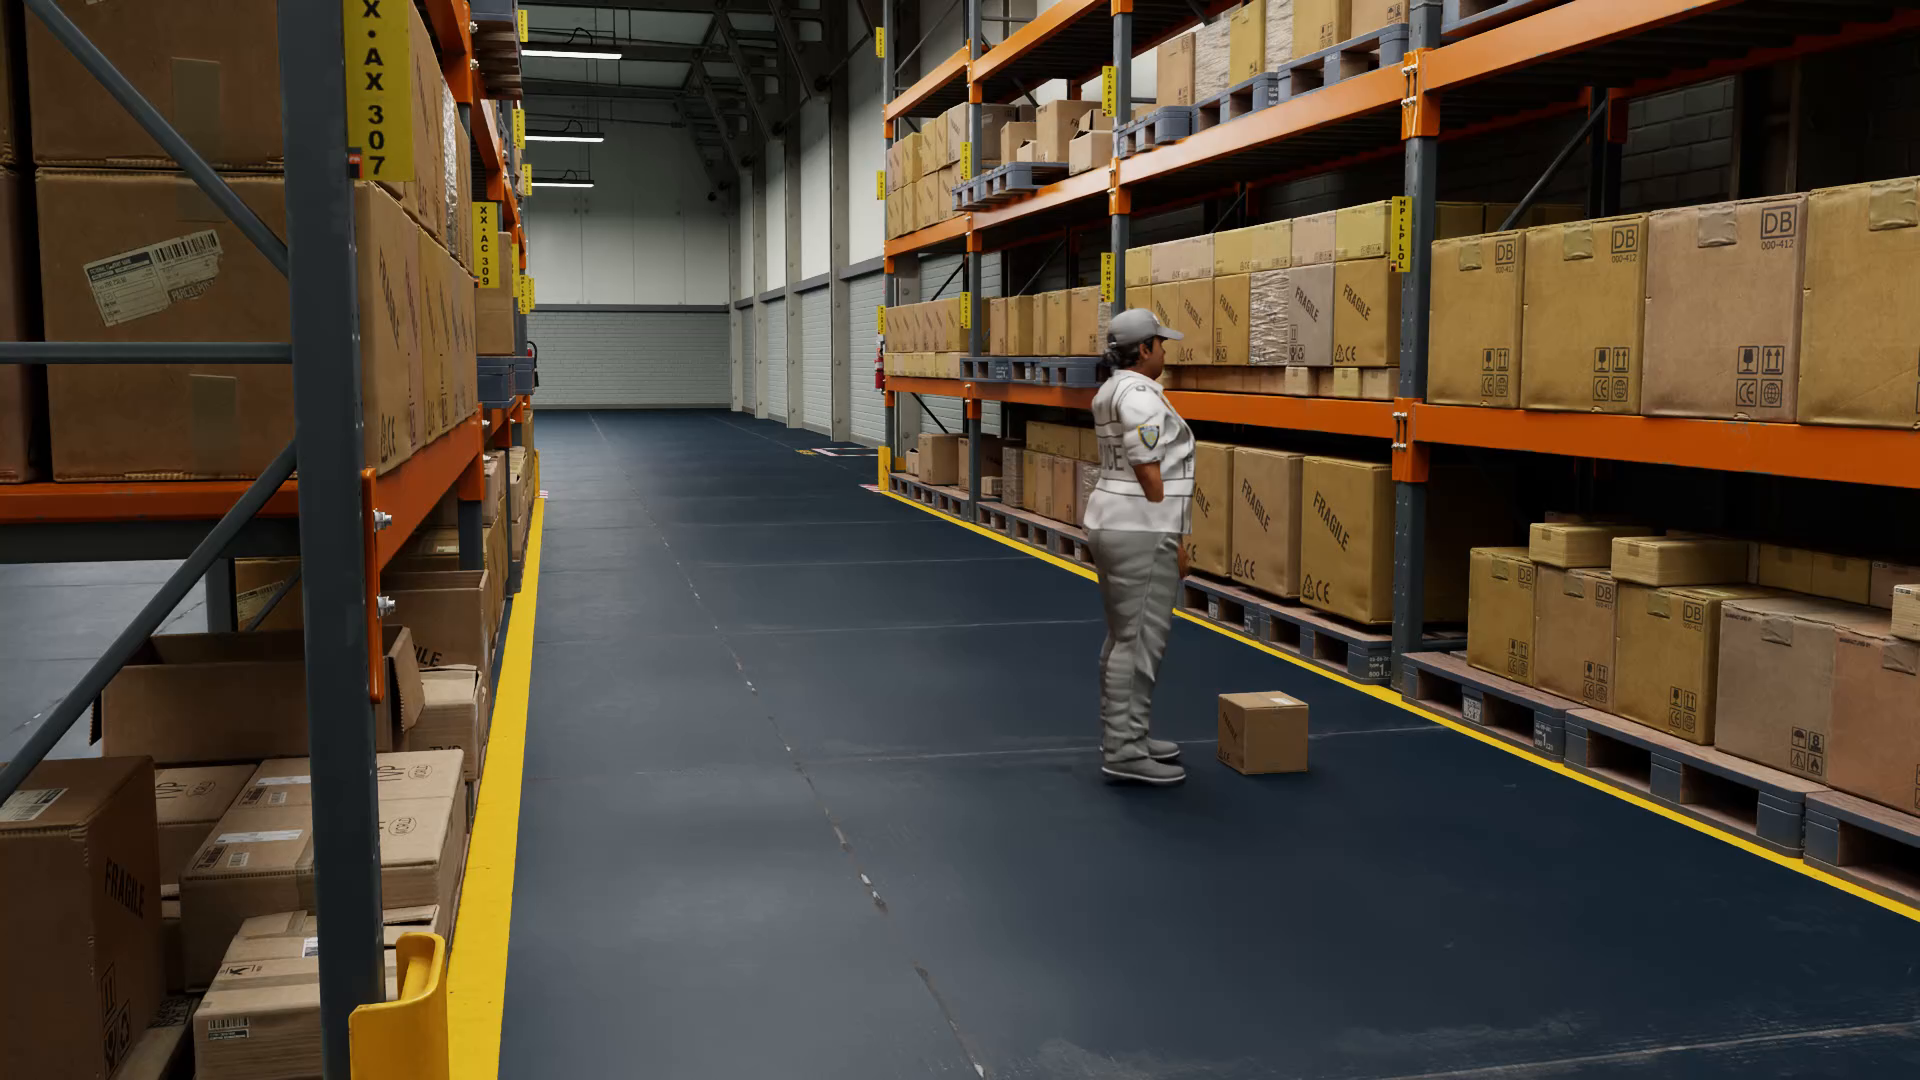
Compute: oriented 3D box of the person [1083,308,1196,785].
[{"bbox_3d":[0.649,0.009,5.980,0.397,1.672,0.482,-1,6,-8],"label":"person"}]
